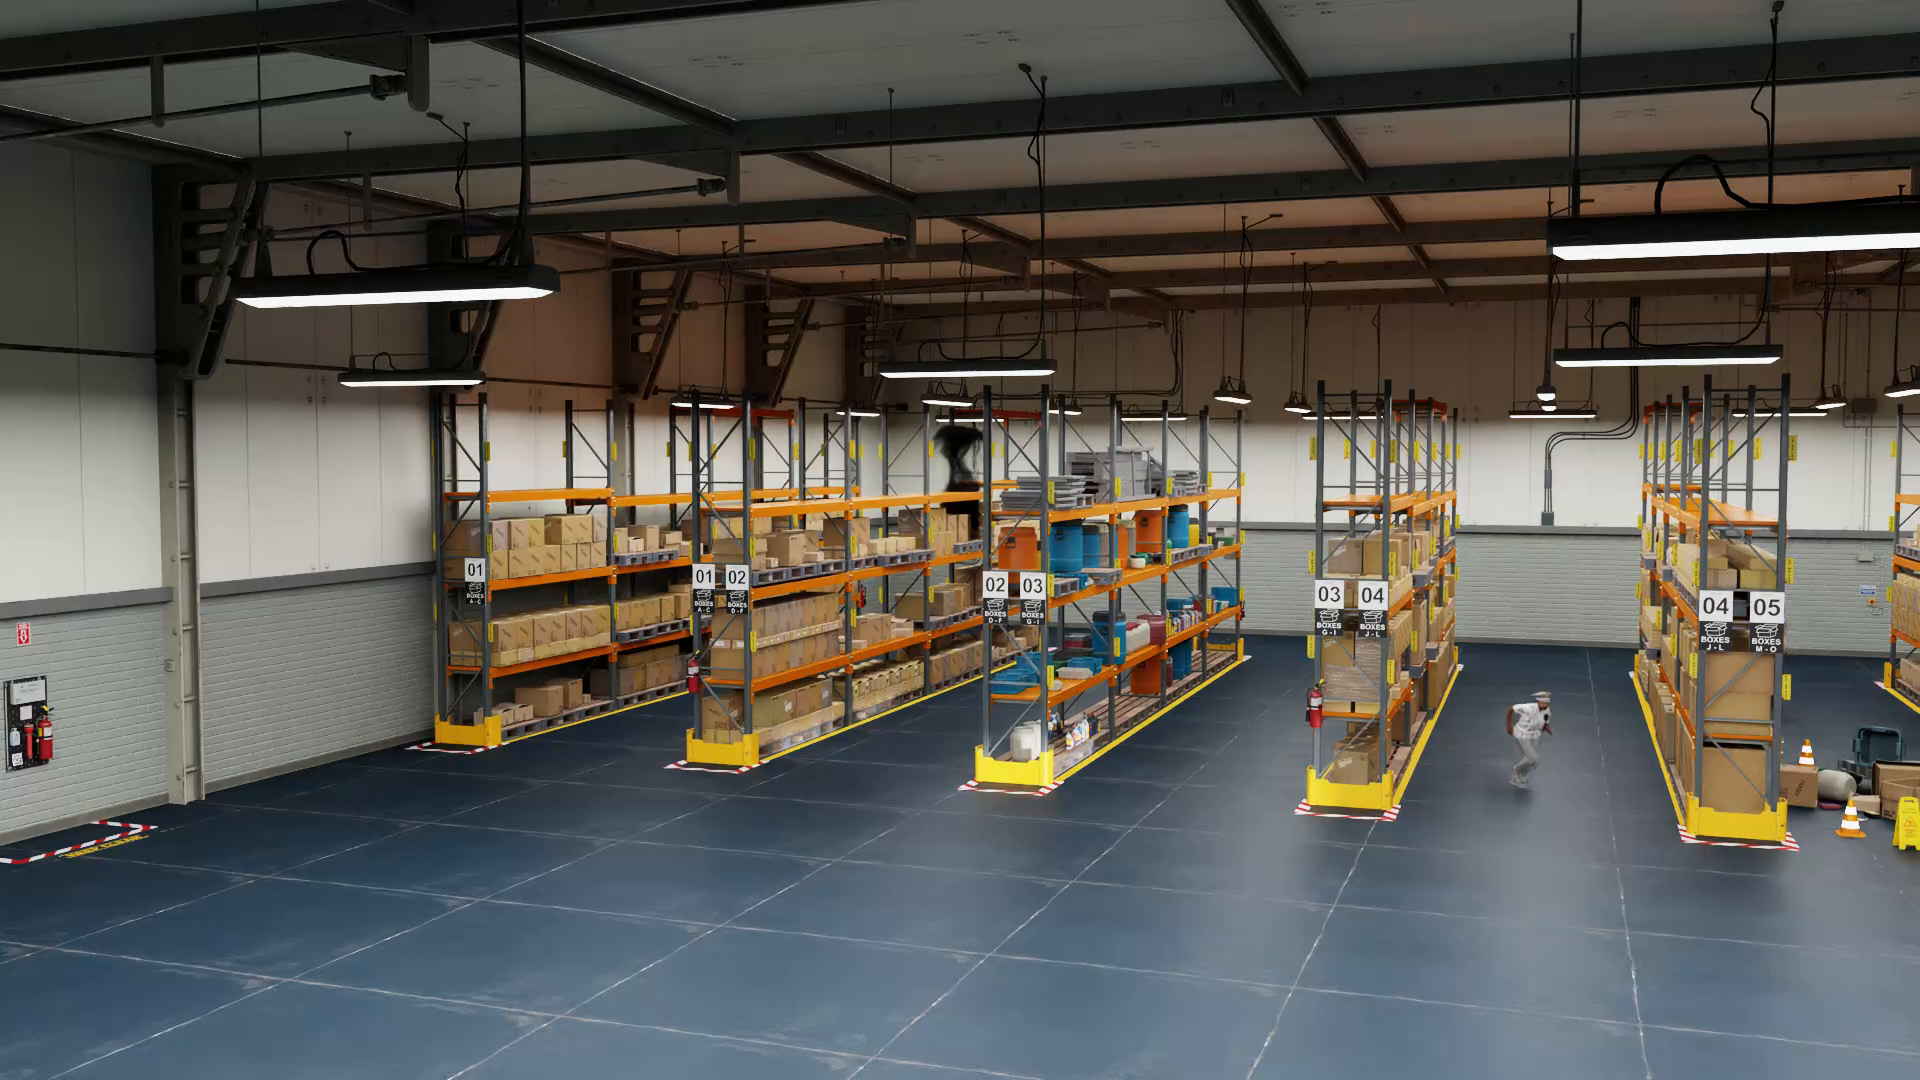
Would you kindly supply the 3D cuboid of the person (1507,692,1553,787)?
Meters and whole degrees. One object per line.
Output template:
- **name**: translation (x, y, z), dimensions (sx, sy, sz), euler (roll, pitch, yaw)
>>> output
- **person**: translation (8.379, 2.955, 24.504), dimensions (0.602, 1.490, 0.830), euler (-1, 3, -19)

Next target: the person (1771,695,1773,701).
- **person**: translation (15.991, 2.425, 33.017), dimensions (0.604, 1.656, 0.924), euler (1, 3, 10)
